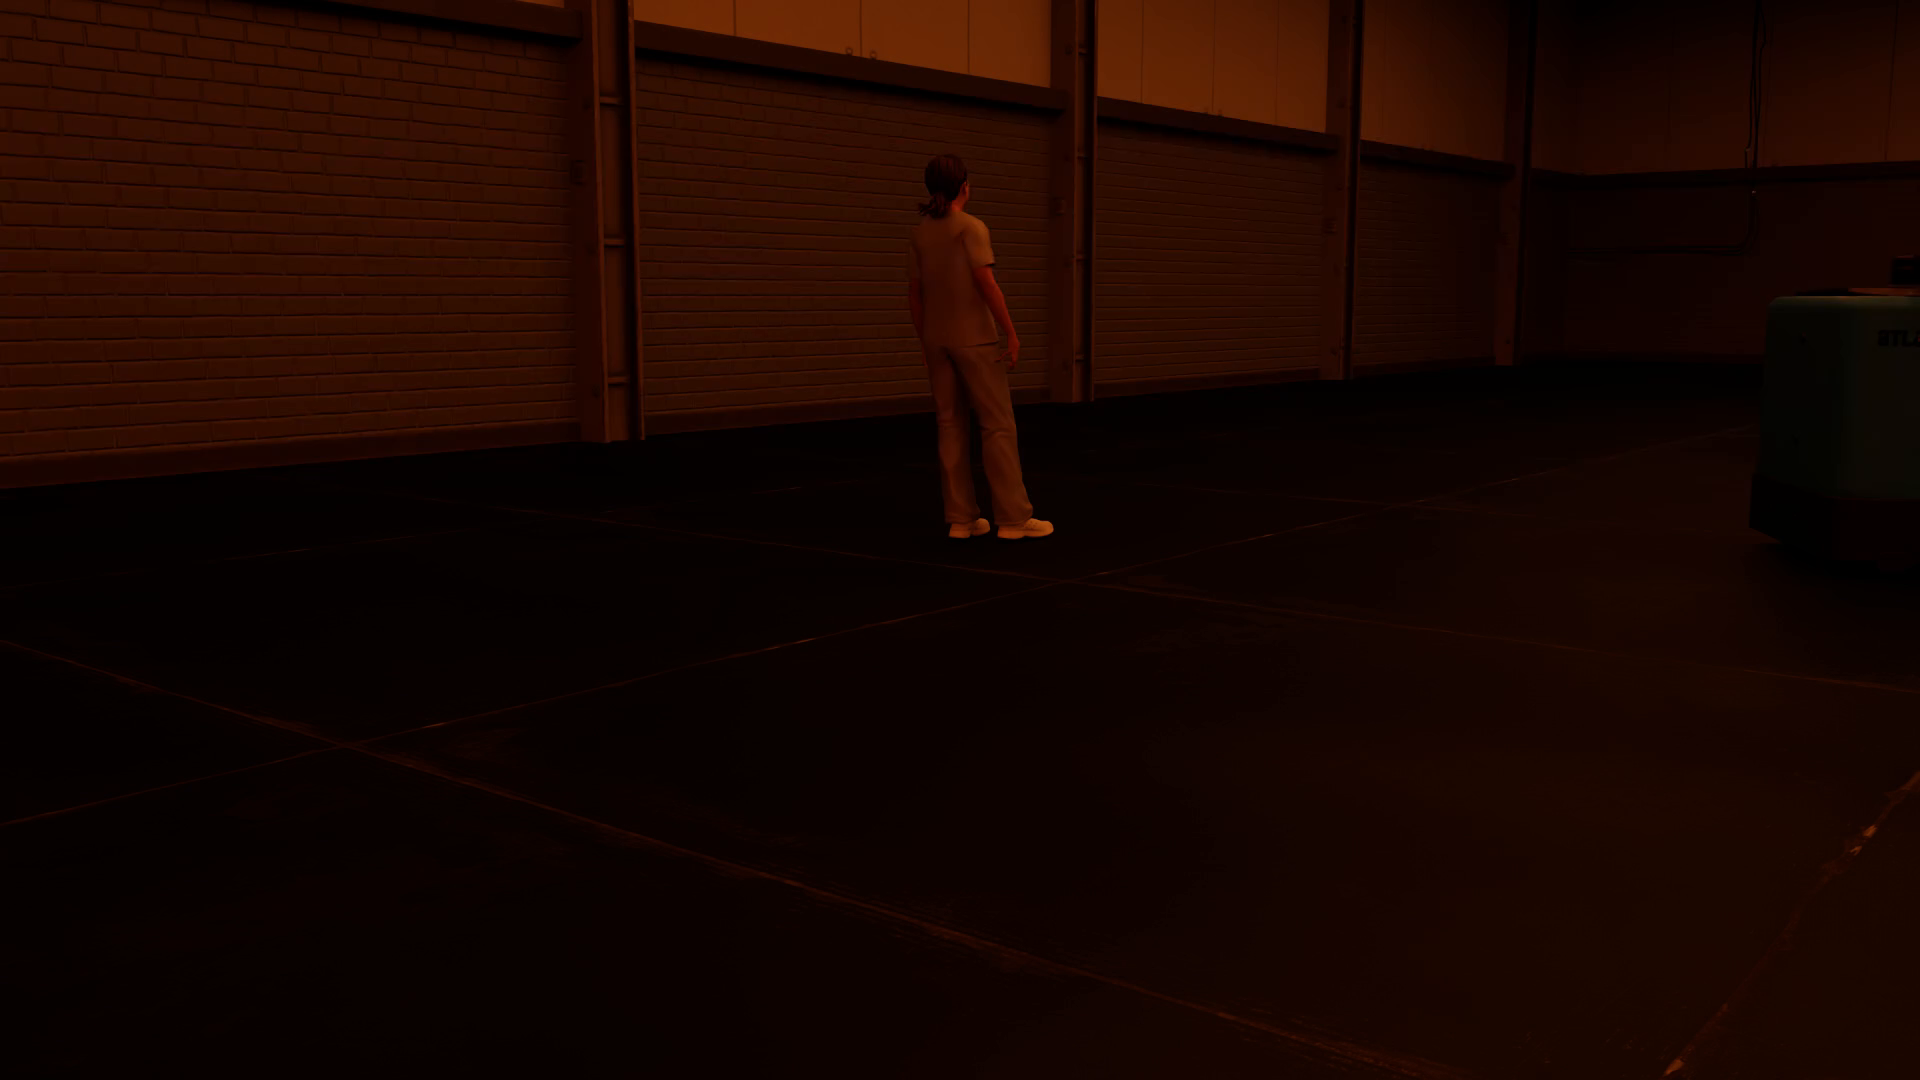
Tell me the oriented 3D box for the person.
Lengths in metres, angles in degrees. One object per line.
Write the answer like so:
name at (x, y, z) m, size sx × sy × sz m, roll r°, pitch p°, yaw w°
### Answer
person at (0.057, -0.844, 7.331) m, size 0.549 × 1.673 × 0.548 m, roll 7°, pitch 11°, yaw 38°

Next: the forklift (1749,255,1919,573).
forklift at (4.893, -1.341, 6.443) m, size 3.031 × 2.935 × 1.130 m, roll 1°, pitch 8°, yaw 9°
